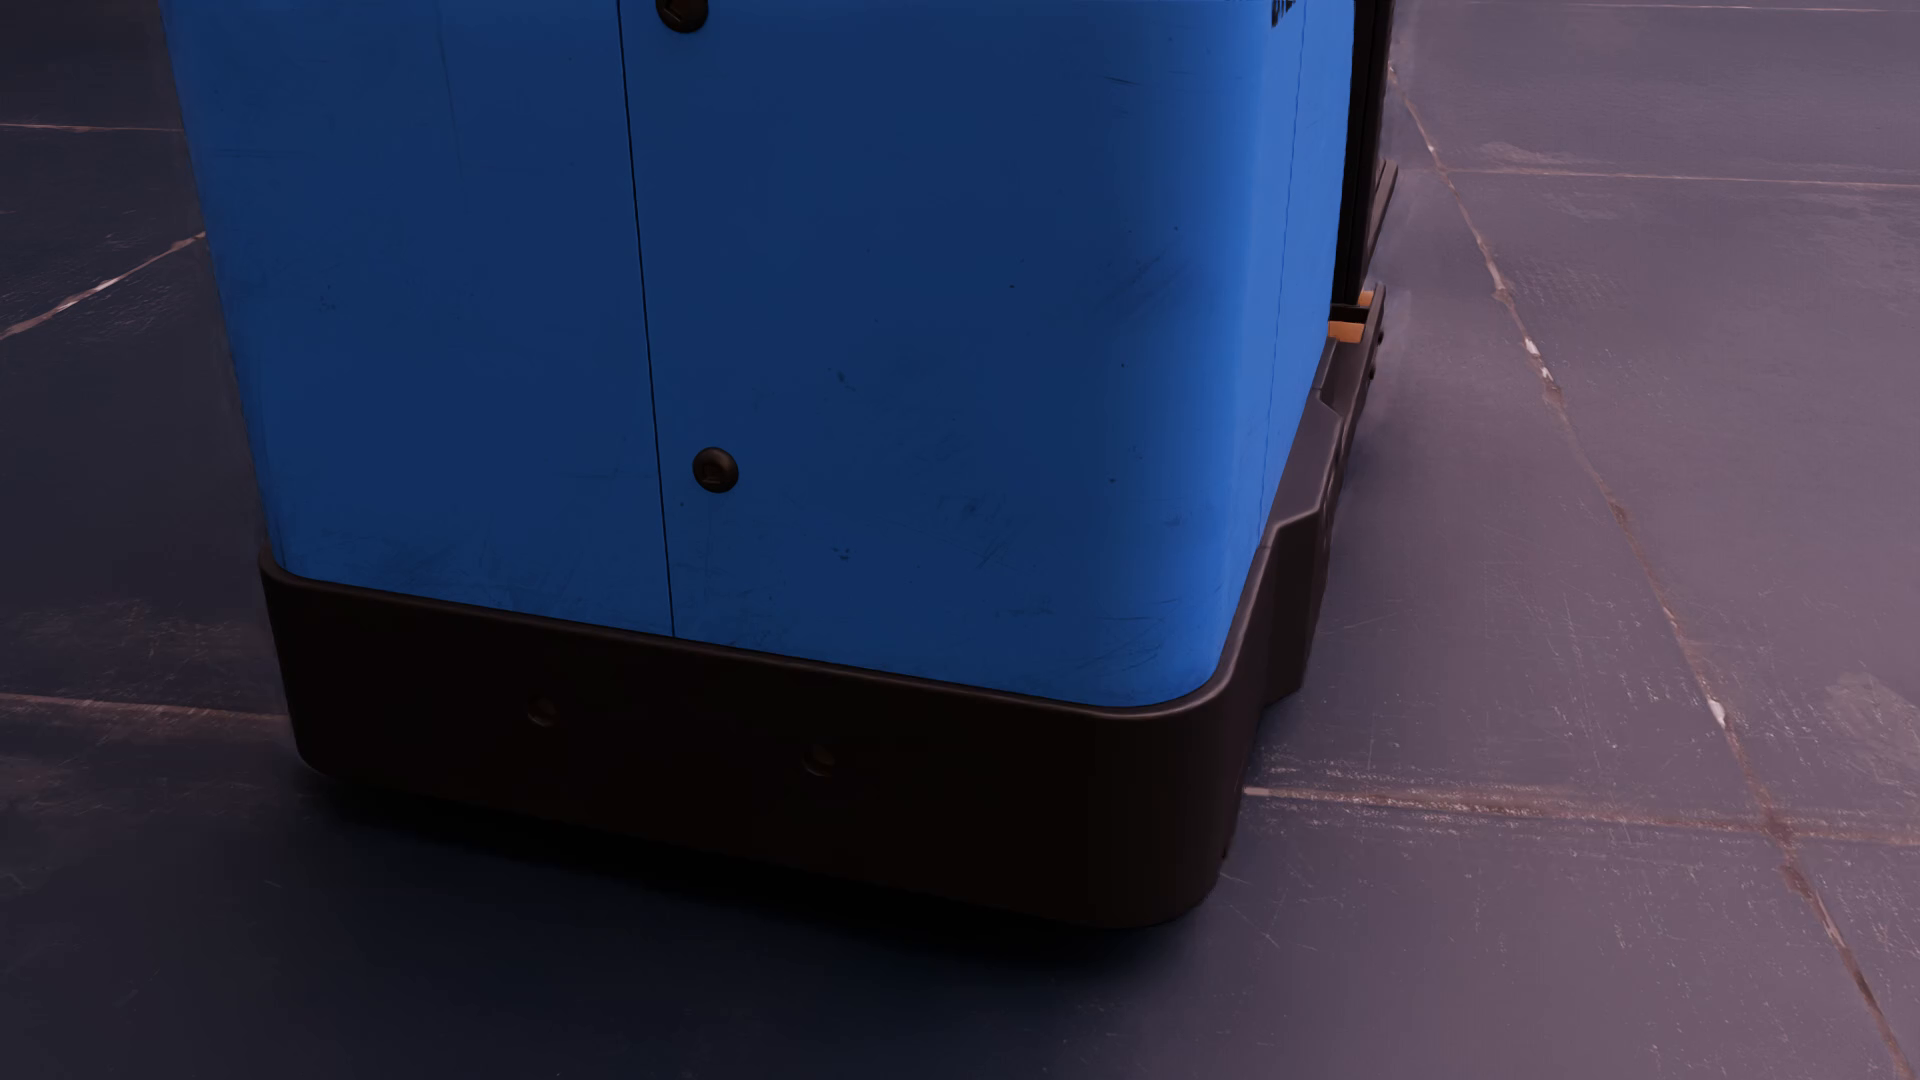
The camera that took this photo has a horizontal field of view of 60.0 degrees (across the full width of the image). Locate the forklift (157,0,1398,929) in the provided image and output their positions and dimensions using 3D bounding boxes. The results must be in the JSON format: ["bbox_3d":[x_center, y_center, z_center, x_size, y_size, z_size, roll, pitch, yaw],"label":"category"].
[{"bbox_3d":[0.168,-1.577,2.379,1.130,2.935,3.031,8,28,15],"label":"forklift"}]
